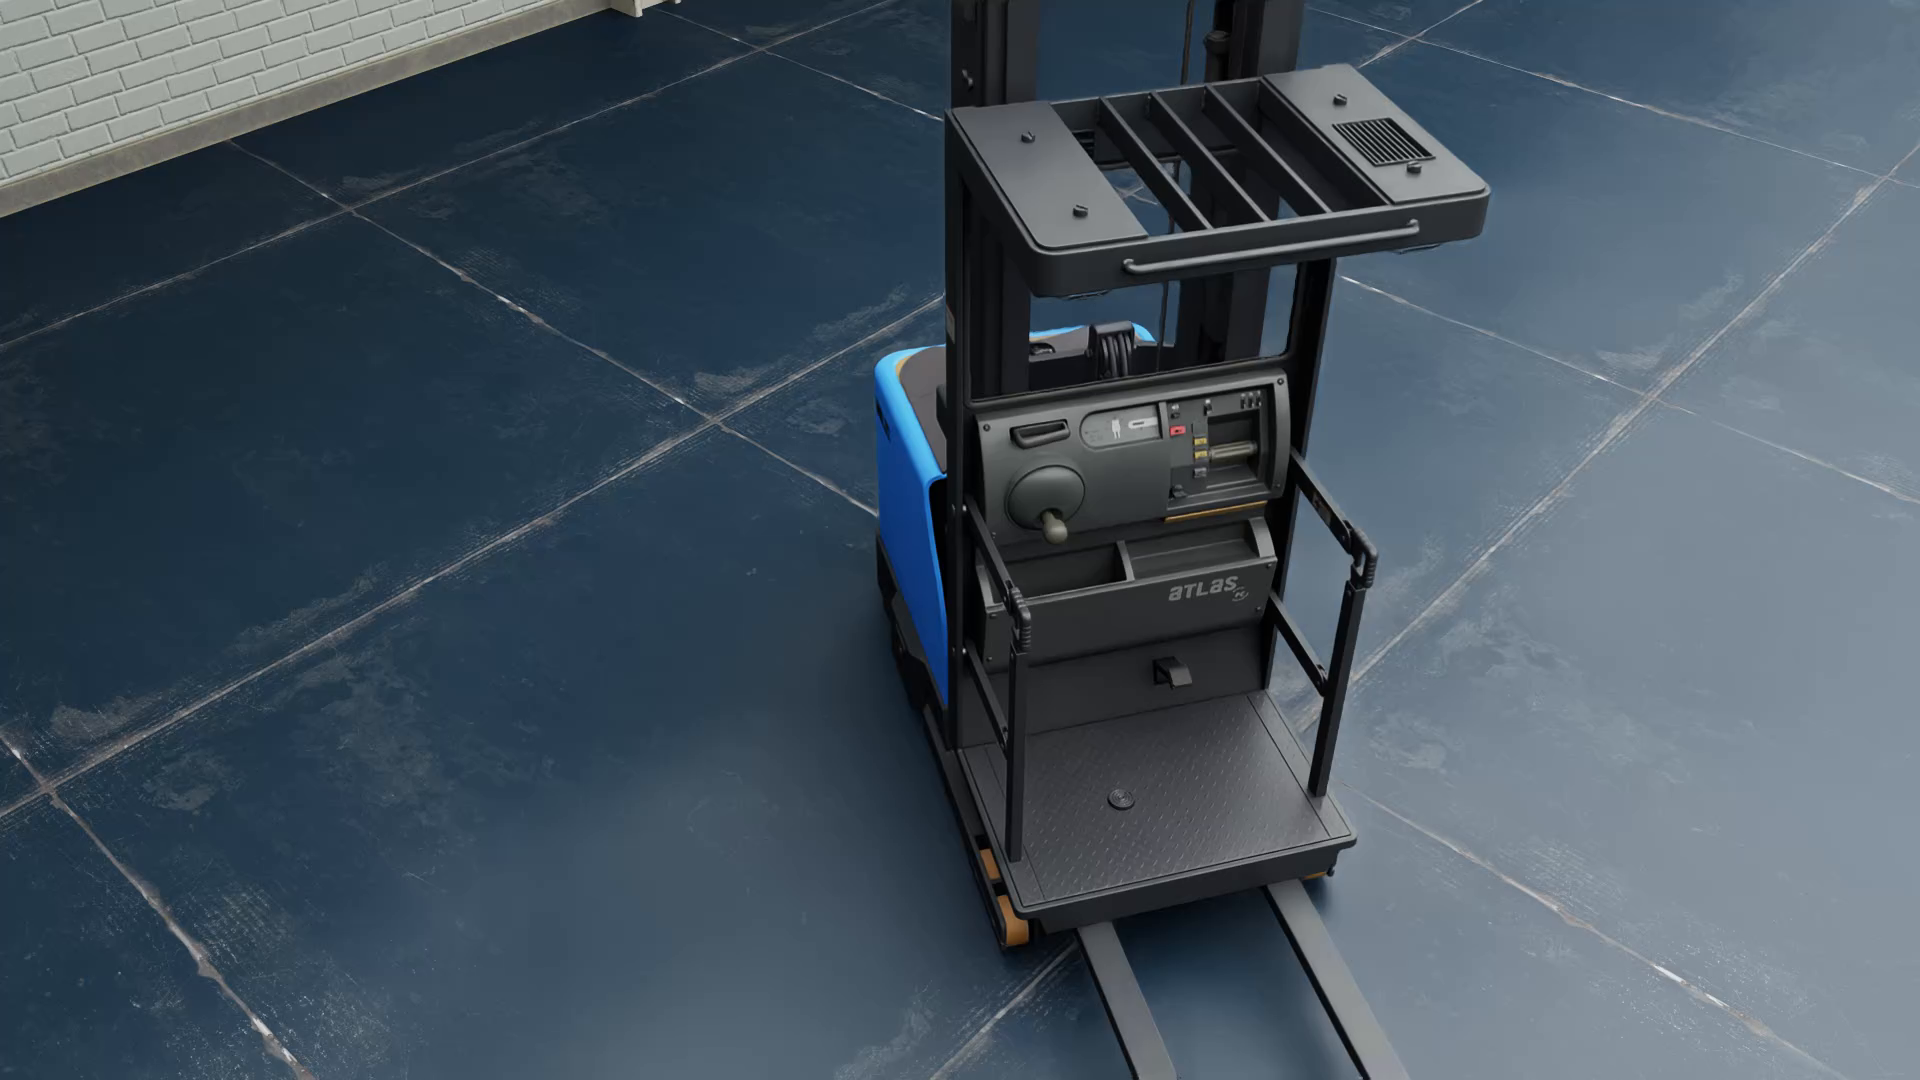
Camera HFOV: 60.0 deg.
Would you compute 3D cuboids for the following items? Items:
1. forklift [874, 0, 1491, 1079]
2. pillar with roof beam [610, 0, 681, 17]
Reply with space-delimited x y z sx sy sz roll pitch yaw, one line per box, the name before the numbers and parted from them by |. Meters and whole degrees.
forklift | 0.565 -0.161 4.597 1.130 2.935 3.031 -10 40 -12
pillar with roof beam | 1.025 -5.377 6.282 9.100 9.000 0.400 30 47 32
